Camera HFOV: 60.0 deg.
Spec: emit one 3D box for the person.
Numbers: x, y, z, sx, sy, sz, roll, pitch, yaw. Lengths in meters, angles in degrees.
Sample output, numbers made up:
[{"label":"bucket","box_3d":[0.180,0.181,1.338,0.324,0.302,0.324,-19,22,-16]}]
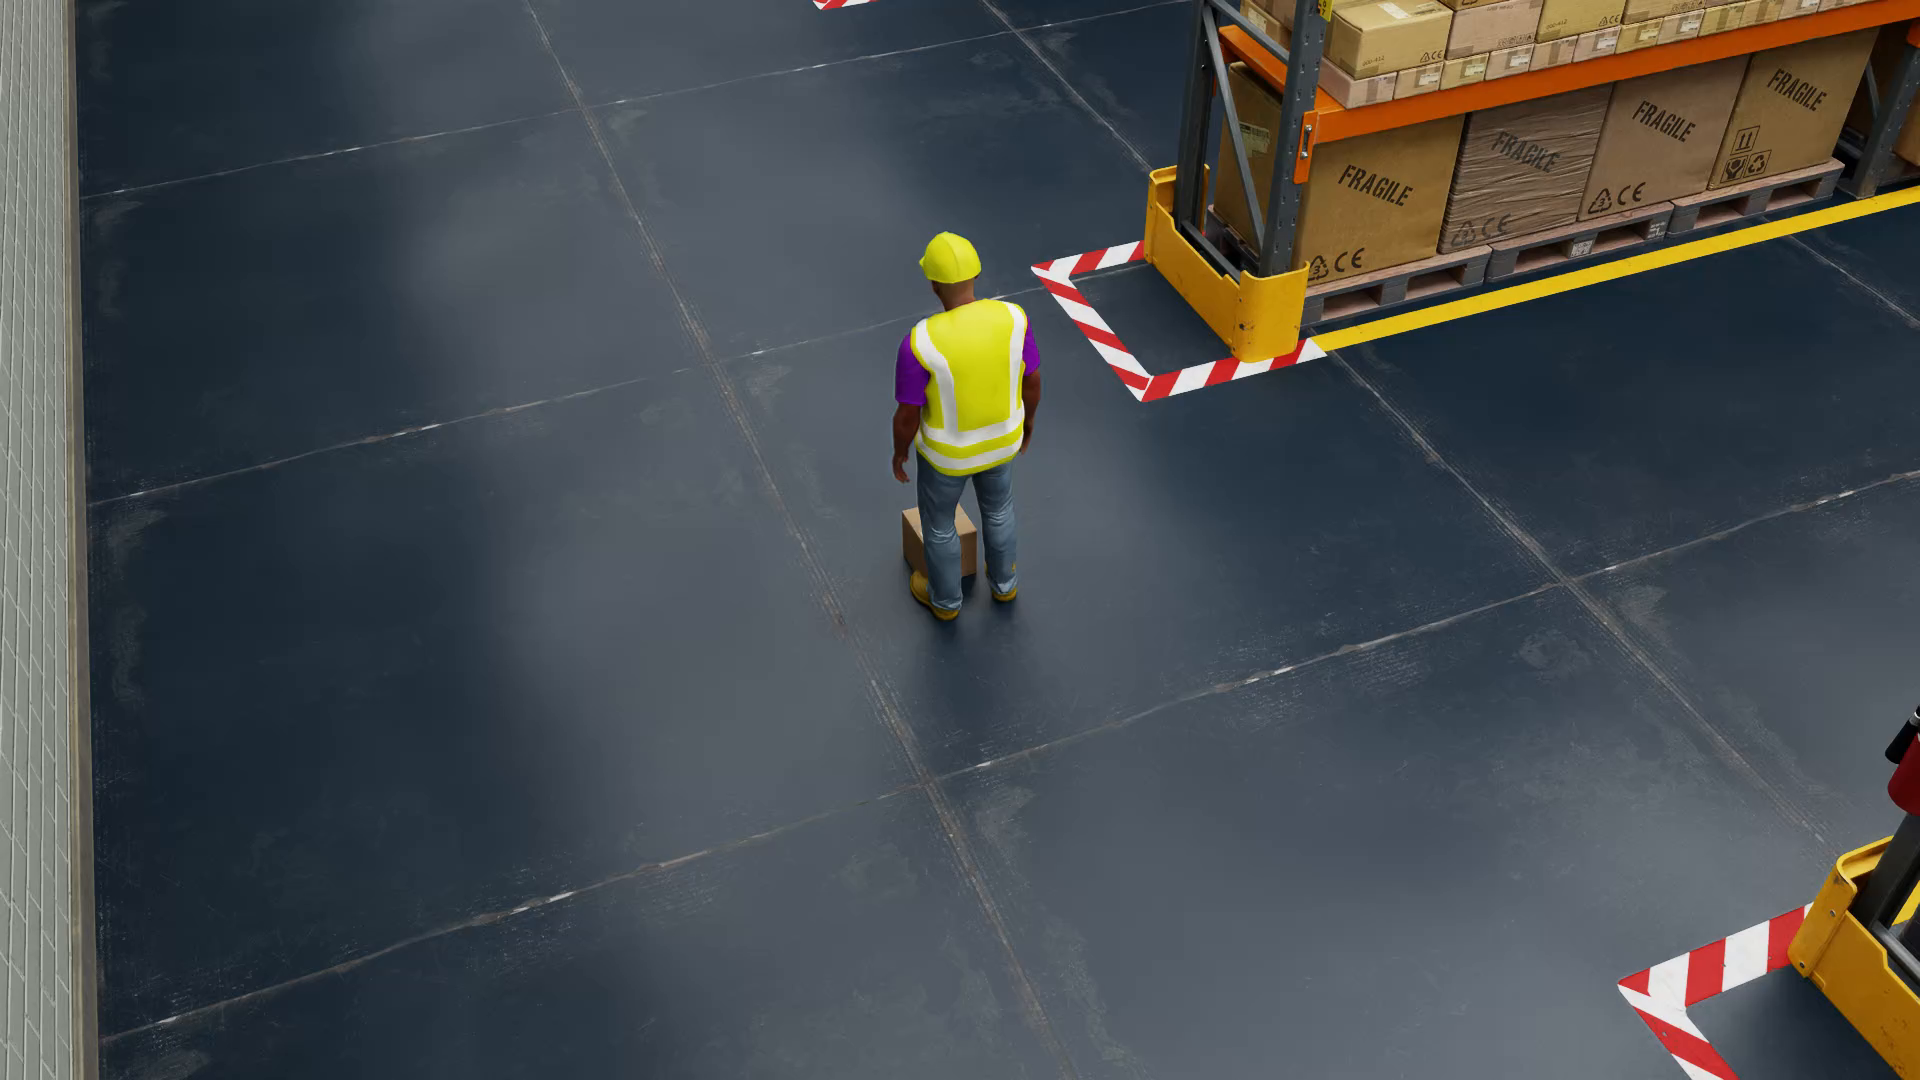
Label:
[{"label":"person","box_3d":[0.016,-0.418,6.618,0.625,1.760,0.459,-16,44,-17]}]
